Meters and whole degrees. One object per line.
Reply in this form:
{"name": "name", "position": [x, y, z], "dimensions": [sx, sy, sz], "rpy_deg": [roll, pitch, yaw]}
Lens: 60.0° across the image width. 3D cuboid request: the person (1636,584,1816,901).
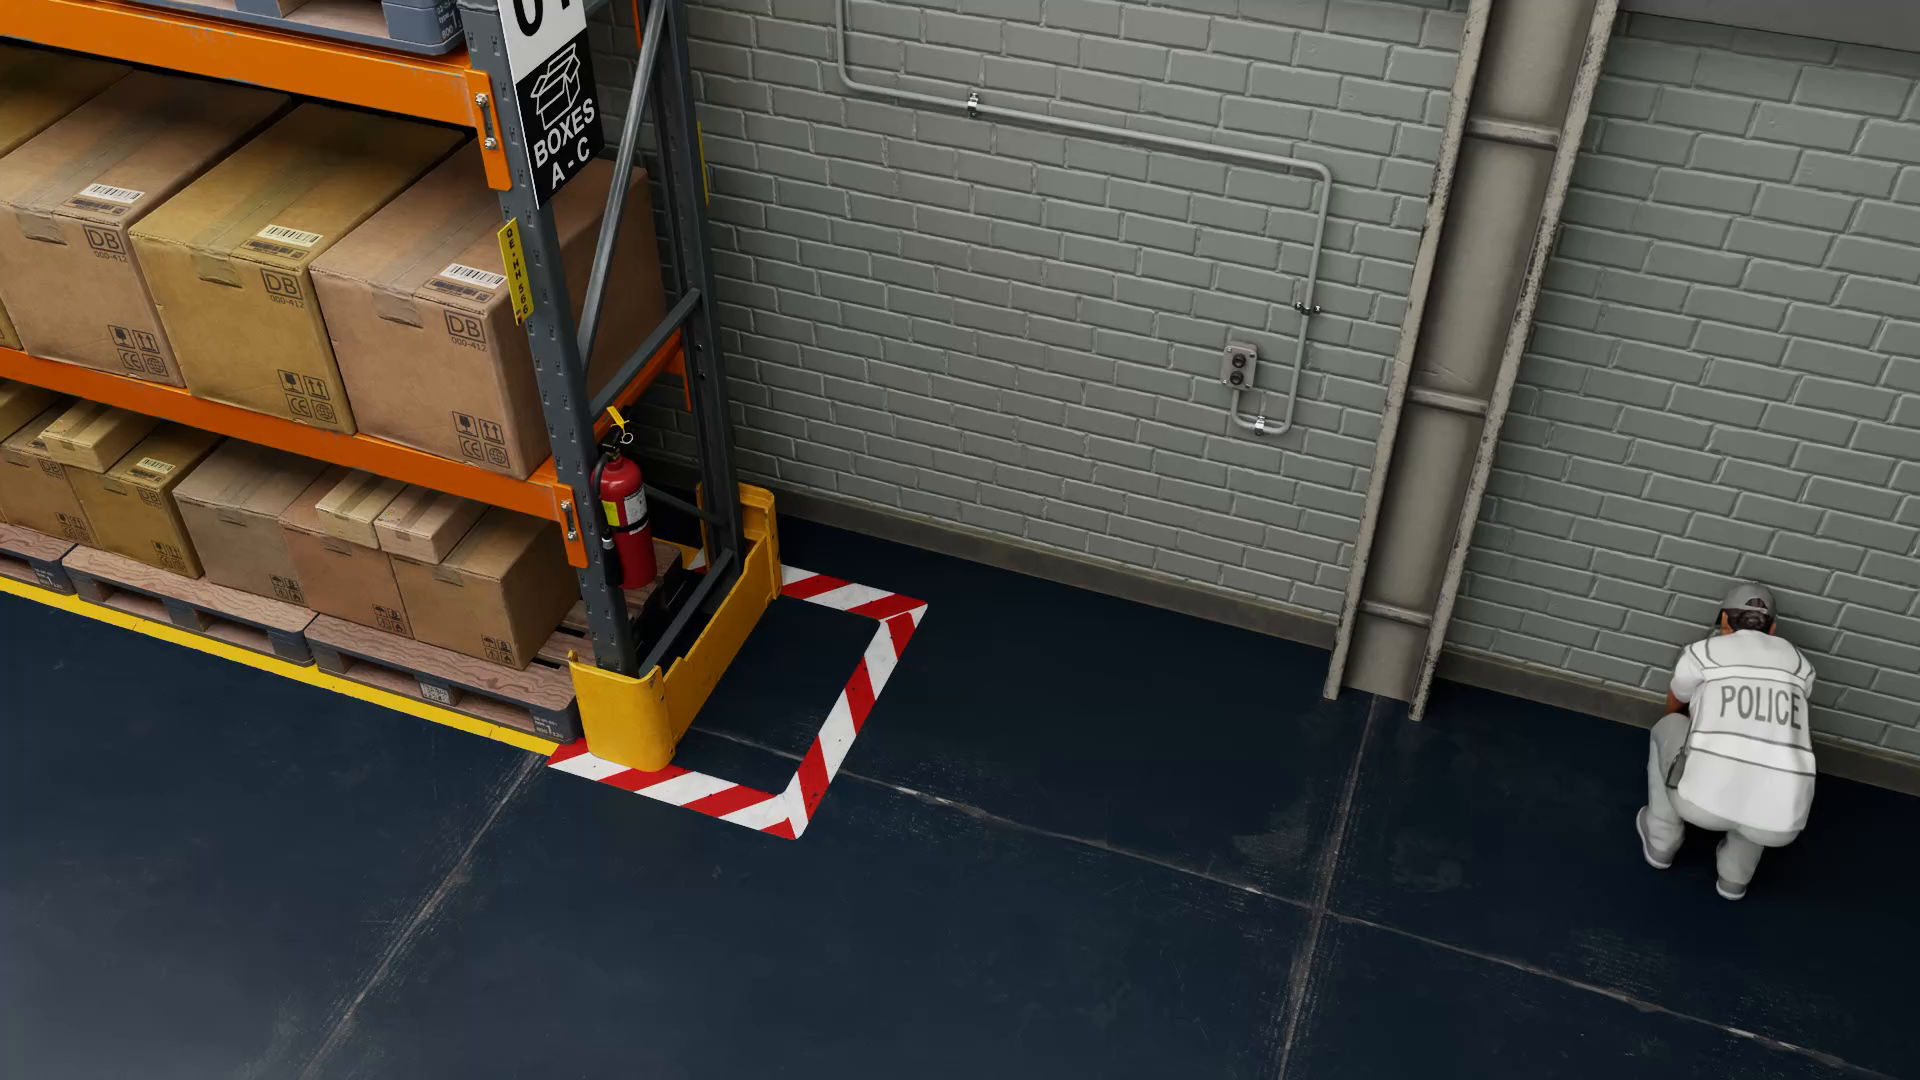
{"name": "person", "position": [2.717, 0.748, 5.870], "dimensions": [0.499, 0.943, 0.886], "rpy_deg": [13, 43, 14]}
